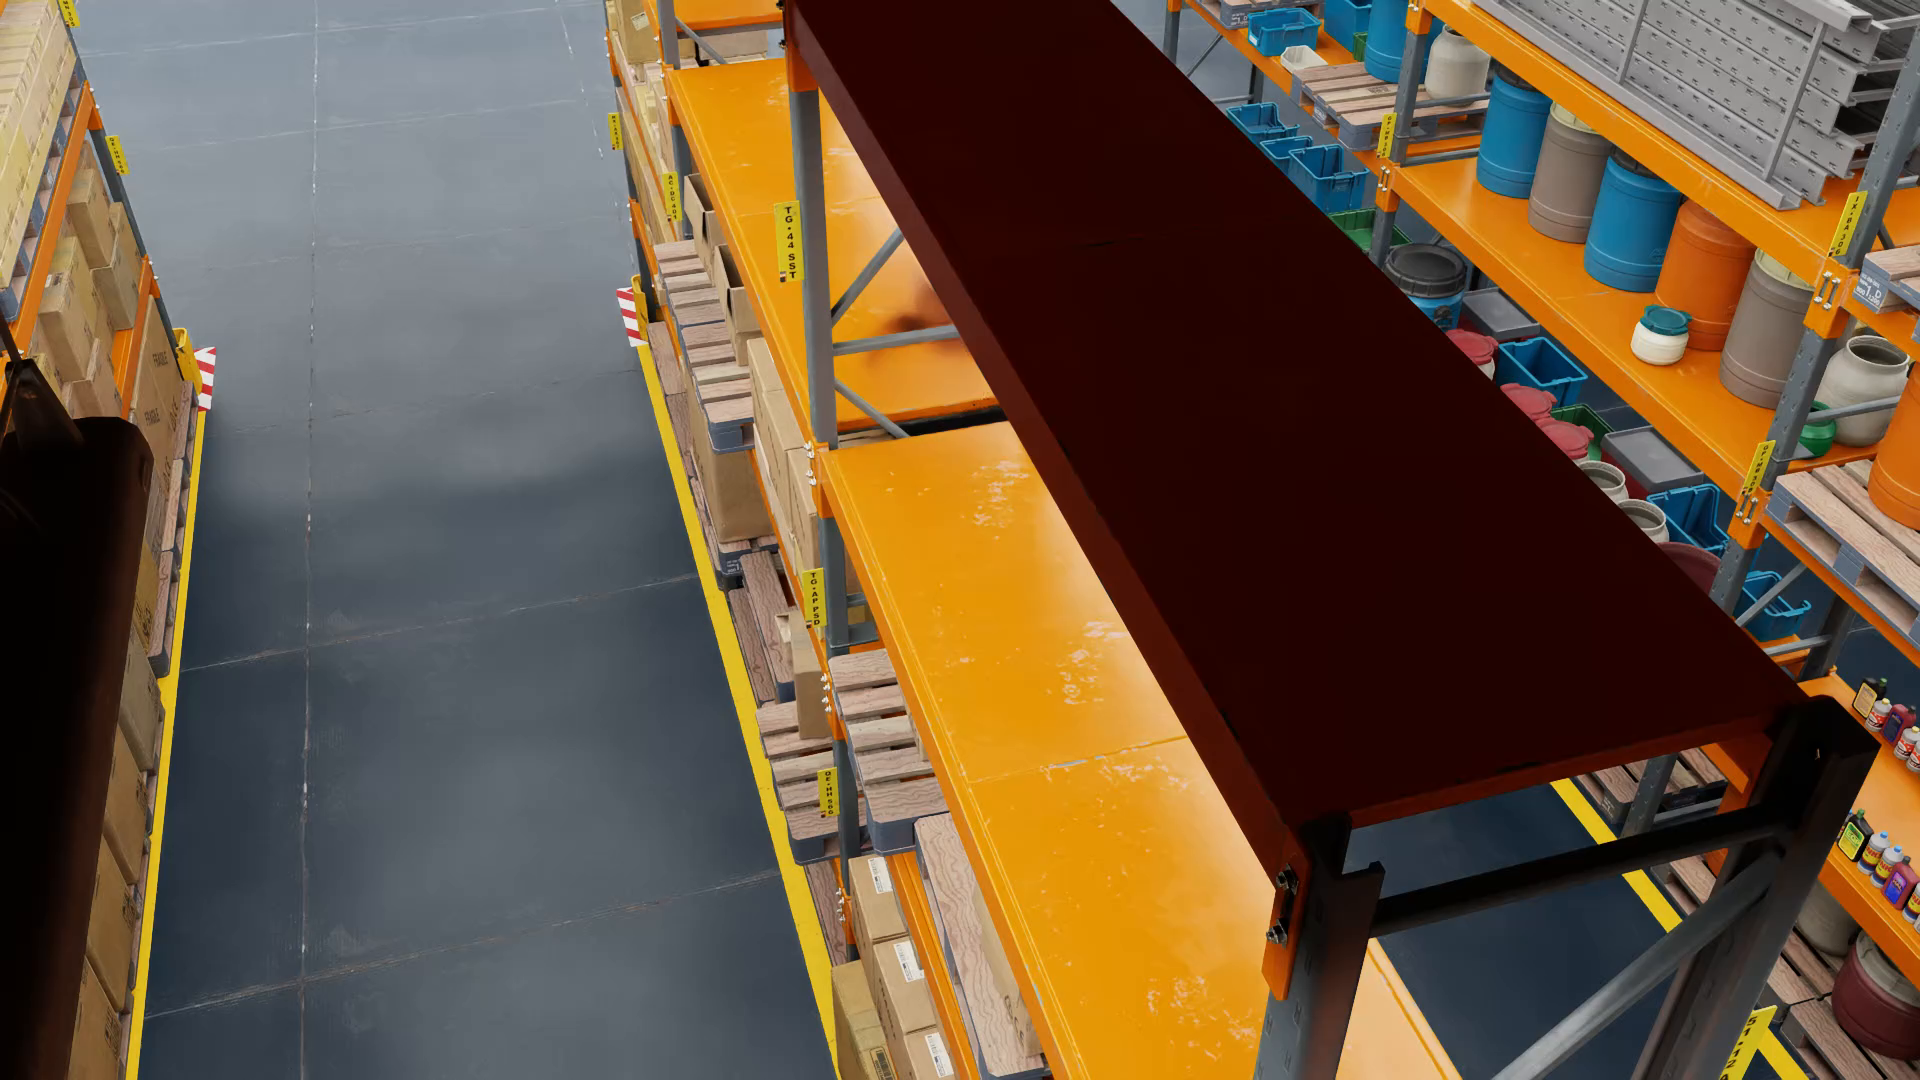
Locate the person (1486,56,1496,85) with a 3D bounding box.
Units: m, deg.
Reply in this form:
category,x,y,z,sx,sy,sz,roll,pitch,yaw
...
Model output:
category,x,y,z,sx,sy,sz,roll,pitch,yaw
person,5.932,-5.444,18.459,0.783,1.598,0.567,4,39,5
